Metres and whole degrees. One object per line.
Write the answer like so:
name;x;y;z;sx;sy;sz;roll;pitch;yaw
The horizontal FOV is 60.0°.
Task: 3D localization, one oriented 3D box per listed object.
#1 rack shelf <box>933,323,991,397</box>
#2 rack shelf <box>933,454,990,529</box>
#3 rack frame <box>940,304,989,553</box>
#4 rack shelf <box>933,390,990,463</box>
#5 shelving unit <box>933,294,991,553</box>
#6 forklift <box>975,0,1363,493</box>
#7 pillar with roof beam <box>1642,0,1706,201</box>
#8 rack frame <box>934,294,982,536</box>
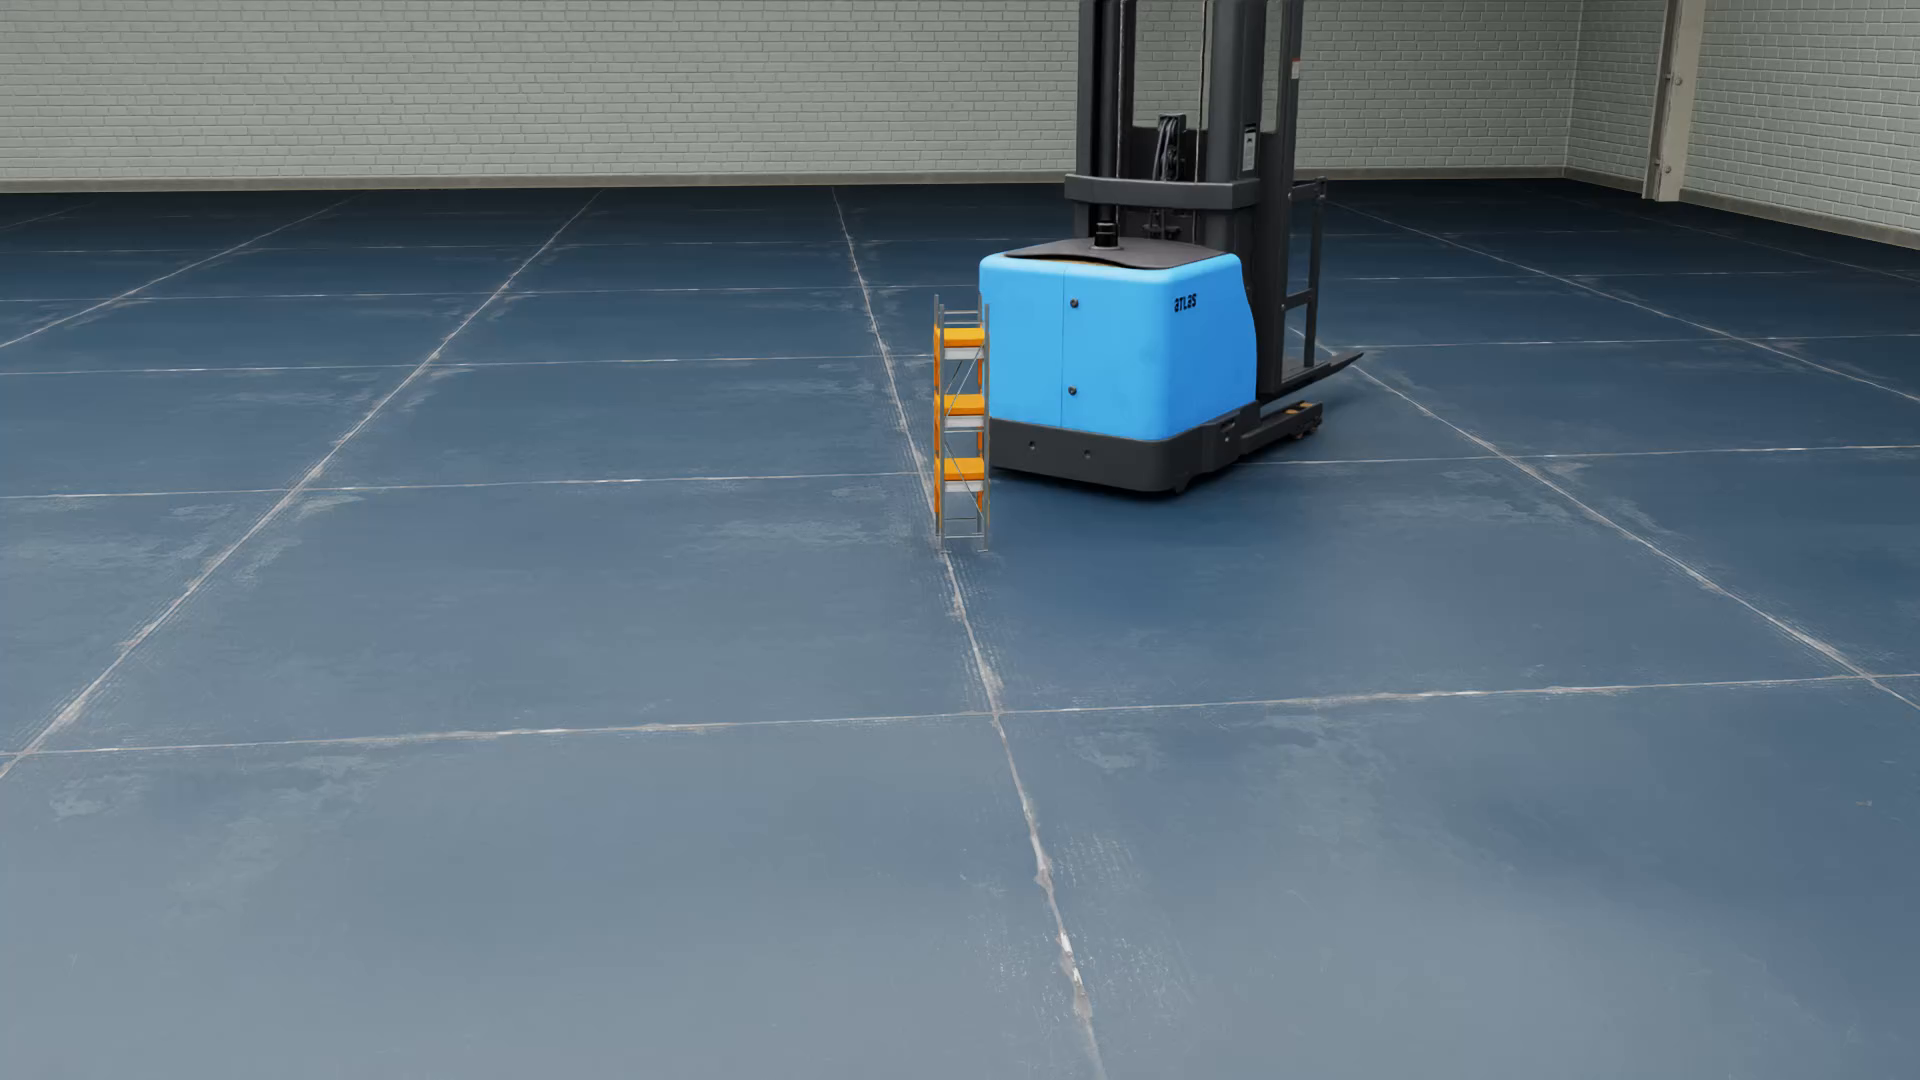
rack shelf;0.005;-0.746;6.887;0.215;0.259;0.240;-2;18;-6
rack shelf;0.006;-0.210;7.055;0.215;0.259;0.240;-2;18;-6
rack frame;0.018;-0.449;6.853;0.200;1.050;0.008;-2;18;-6
rack shelf;0.006;-0.475;6.972;0.215;0.259;0.240;-2;18;-6
shelving unit;0.006;-0.485;6.969;0.215;1.050;0.252;-2;18;-6
forklift;1.316;-2.002;8.659;1.130;2.935;3.031;11;21;32
pillar with roof beam;4.415;-8.383;18.857;9.100;9.000;0.400;-2;18;-6
rack frame;-0.007;-0.521;7.085;0.200;1.050;0.008;-2;18;-6
